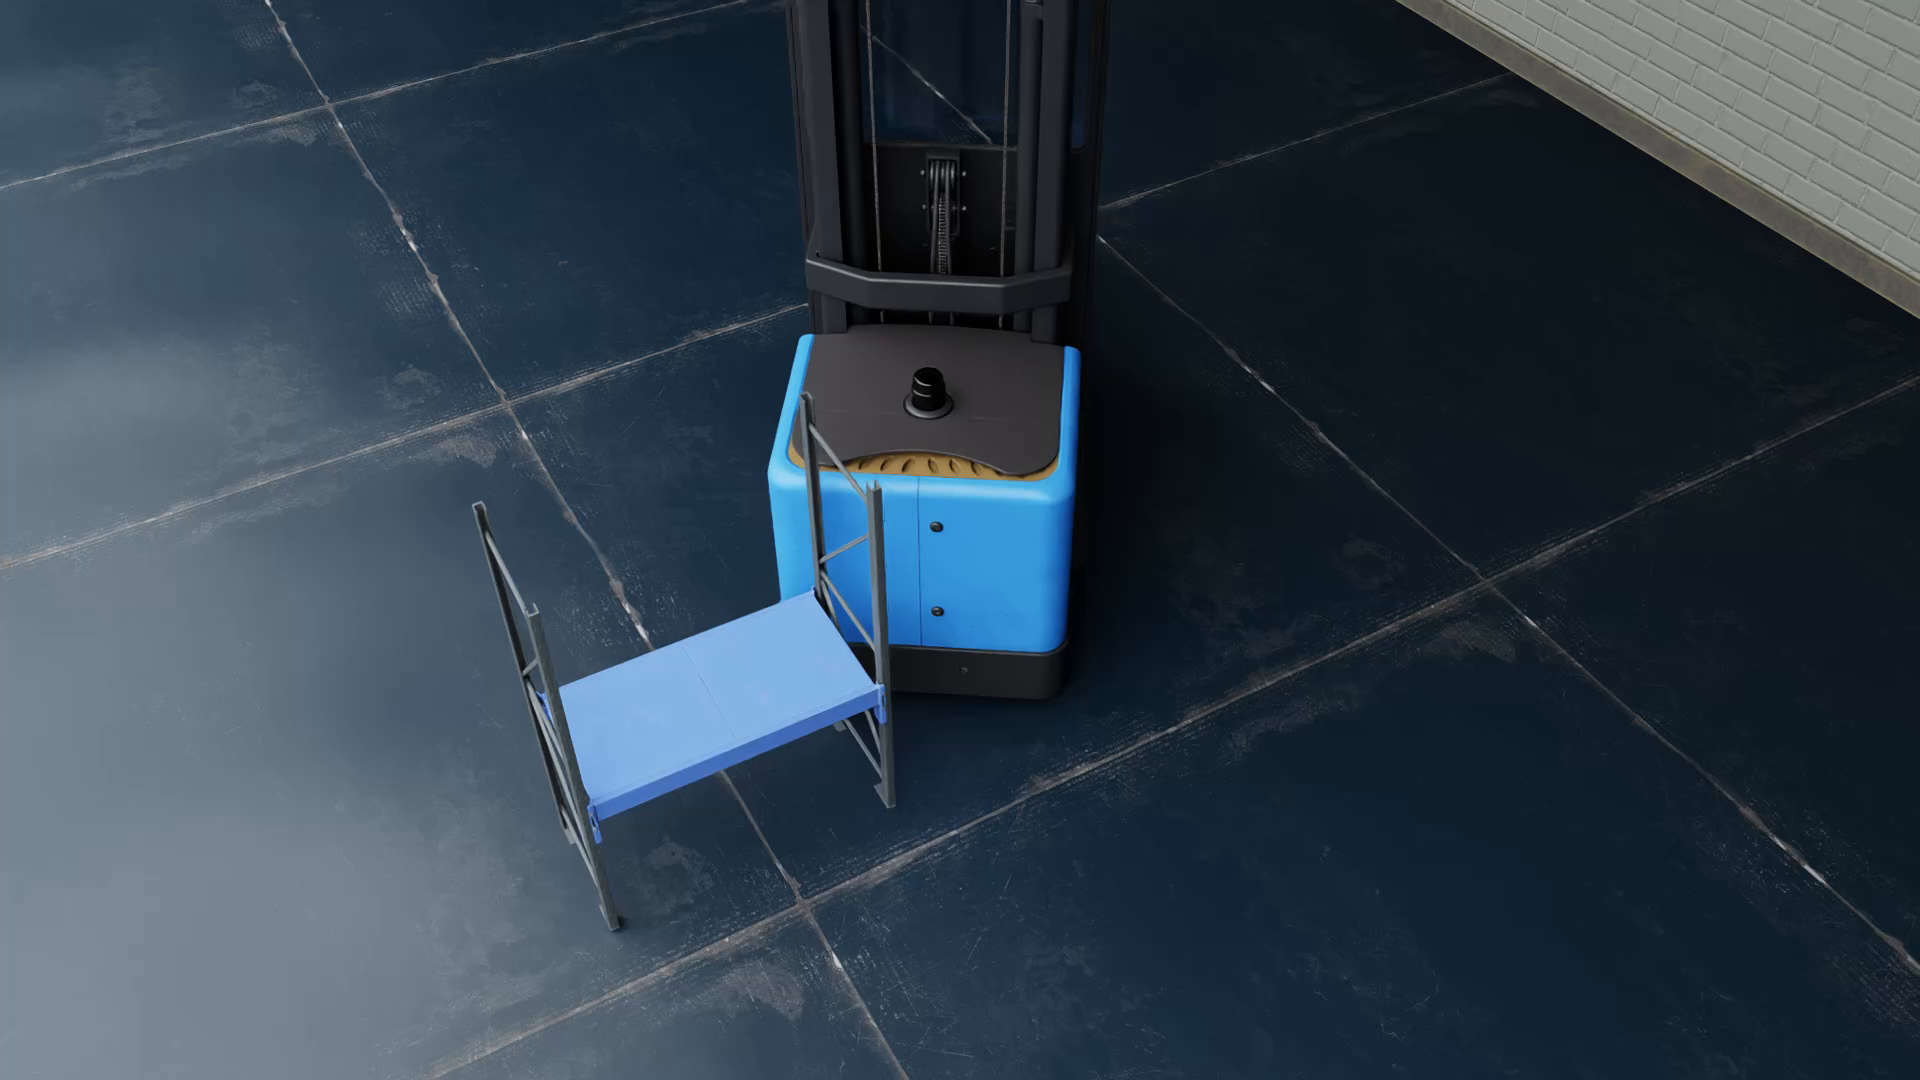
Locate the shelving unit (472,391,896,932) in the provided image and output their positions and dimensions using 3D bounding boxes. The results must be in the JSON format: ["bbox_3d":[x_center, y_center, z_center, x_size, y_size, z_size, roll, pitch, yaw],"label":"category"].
[{"bbox_3d":[-0.802,0.413,5.247,1.048,1.500,0.538,-21,48,-20],"label":"shelving unit"}]

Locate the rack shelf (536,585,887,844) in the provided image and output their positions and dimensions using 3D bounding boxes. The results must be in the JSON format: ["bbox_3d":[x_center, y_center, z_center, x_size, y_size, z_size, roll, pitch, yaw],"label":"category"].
[{"bbox_3d":[-0.802,0.542,5.373,1.000,0.185,0.538,-21,48,-20],"label":"rack shelf"}]

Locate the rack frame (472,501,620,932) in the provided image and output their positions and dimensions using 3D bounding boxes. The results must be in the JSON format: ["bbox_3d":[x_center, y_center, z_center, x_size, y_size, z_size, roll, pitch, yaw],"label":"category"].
[{"bbox_3d":[-1.247,0.584,5.071,0.032,1.500,0.500,-21,48,-20],"label":"rack frame"}]

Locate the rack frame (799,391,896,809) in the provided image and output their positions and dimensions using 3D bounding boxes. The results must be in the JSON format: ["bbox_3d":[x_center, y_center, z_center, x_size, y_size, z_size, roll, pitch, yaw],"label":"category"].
[{"bbox_3d":[-0.357,0.242,5.424,0.032,1.500,0.500,-21,48,-20],"label":"rack frame"}]

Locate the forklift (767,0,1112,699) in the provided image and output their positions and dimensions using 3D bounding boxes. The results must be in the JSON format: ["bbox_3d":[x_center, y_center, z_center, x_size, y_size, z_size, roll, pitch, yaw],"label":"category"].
[{"bbox_3d":[-0.020,-1.494,6.185,1.130,2.935,3.031,3,44,3],"label":"forklift"}]
